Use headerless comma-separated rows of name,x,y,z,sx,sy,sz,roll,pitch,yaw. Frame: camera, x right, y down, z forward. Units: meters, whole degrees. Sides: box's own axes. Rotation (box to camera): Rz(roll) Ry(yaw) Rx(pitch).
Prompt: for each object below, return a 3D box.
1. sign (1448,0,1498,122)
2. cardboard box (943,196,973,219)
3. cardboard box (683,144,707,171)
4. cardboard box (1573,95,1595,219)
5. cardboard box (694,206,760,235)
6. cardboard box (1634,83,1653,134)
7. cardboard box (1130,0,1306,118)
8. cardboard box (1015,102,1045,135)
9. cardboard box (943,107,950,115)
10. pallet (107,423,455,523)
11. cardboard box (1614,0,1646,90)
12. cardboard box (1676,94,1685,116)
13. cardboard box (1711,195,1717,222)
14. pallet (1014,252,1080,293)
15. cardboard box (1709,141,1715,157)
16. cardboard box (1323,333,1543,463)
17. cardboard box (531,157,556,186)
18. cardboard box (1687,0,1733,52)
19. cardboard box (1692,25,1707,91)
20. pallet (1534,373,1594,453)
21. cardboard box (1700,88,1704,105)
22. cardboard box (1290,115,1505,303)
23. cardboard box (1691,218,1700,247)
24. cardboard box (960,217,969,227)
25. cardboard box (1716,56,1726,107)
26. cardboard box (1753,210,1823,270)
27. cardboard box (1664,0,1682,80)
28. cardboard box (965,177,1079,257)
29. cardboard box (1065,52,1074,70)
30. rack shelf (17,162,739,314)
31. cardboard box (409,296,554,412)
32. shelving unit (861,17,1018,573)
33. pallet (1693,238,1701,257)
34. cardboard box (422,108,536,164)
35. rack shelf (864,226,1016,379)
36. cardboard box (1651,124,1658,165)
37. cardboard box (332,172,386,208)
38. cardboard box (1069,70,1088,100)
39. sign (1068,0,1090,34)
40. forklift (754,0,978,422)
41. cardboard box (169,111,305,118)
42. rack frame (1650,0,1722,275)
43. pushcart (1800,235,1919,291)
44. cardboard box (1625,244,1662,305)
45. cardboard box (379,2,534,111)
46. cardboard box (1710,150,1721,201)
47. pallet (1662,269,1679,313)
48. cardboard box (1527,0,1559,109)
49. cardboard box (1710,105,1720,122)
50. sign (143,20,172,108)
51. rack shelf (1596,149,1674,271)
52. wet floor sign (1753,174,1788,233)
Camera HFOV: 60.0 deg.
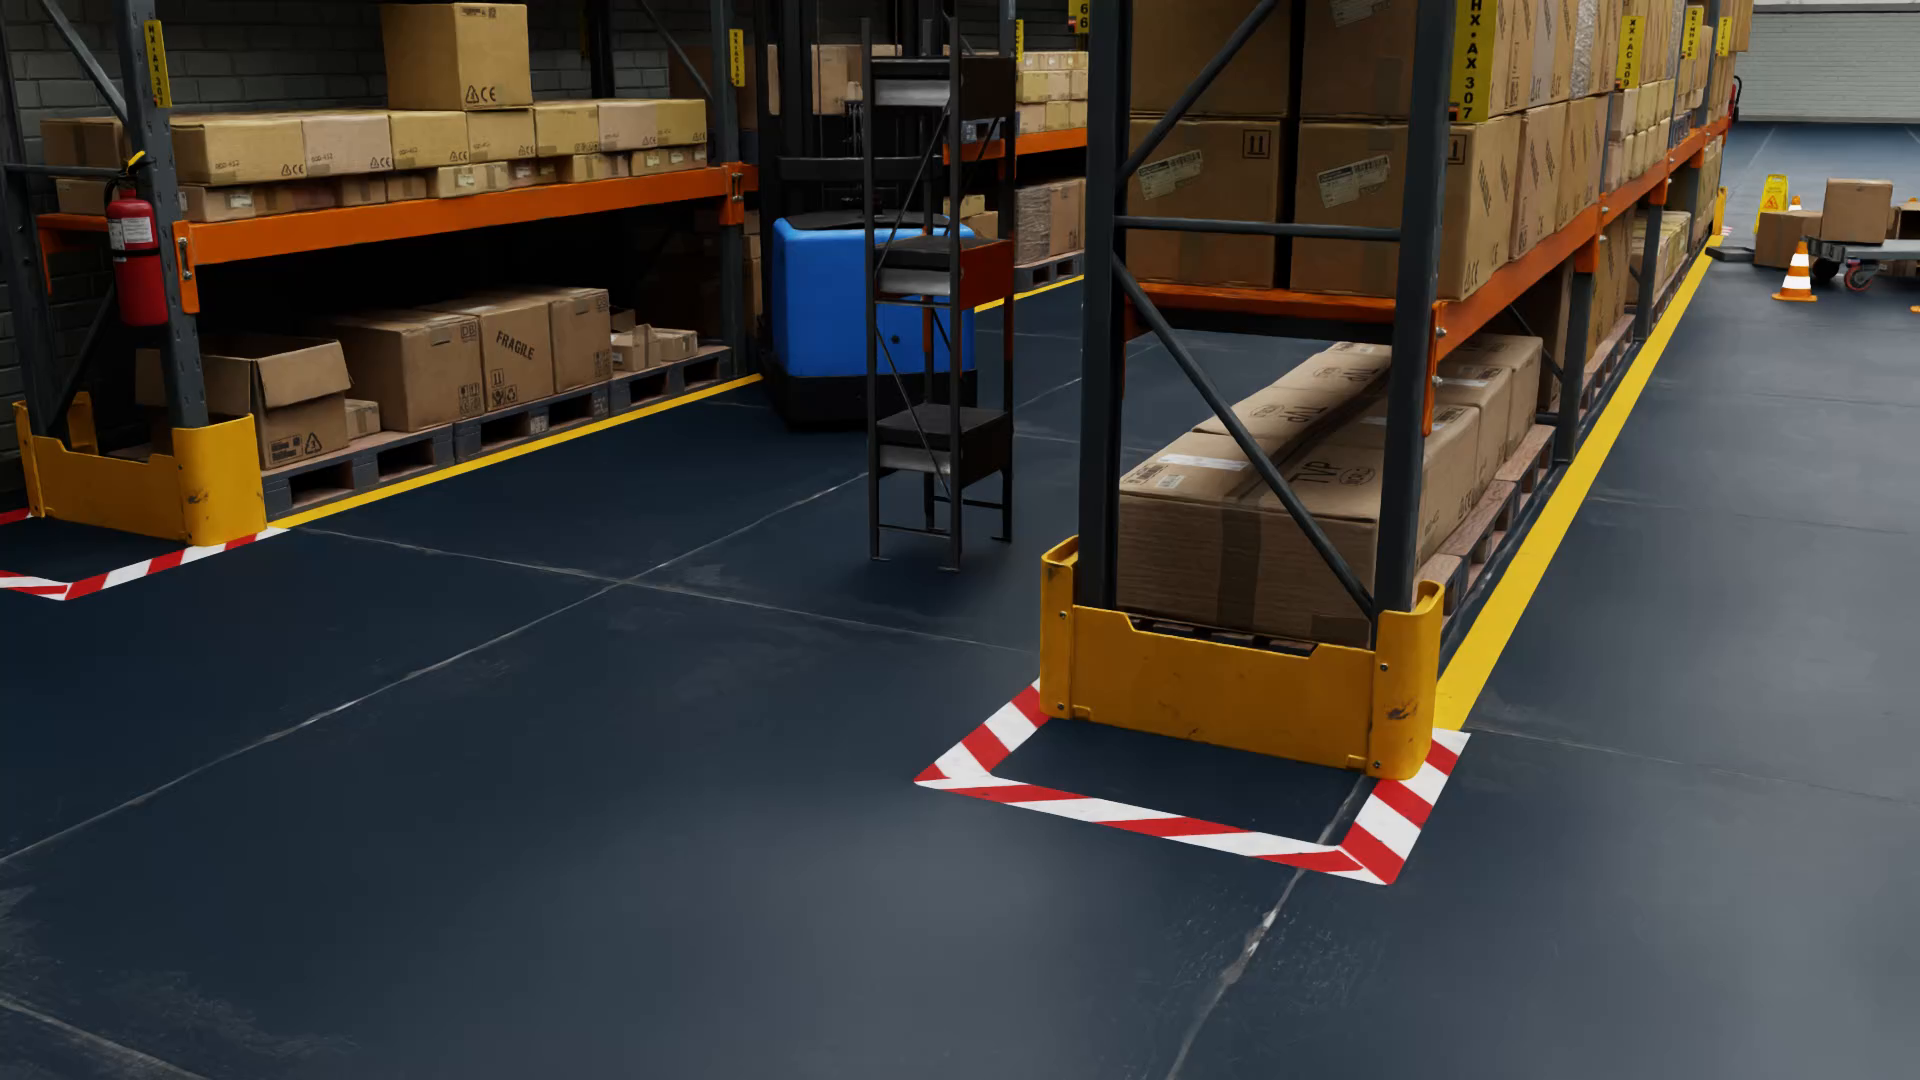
sign,1.331,-1.253,4.314,0.100,0.325,0.005,8,18,25
cardboard box,-0.119,-2.623,13.100,0.380,0.149,0.250,7,18,23
cardboard box,-1.734,-2.288,9.899,0.380,0.149,0.250,8,18,26
cardboard box,2.421,-1.656,7.157,0.500,0.500,0.500,8,18,24
cardboard box,-1.473,-2.043,10.626,0.380,0.149,0.250,8,18,24
cardboard box,3.531,-2.396,9.209,0.500,0.250,0.500,8,18,26
cardboard box,0.840,-1.552,5.050,0.500,0.500,0.500,9,19,27
cardboard box,0.387,-3.550,13.972,0.500,0.250,0.500,8,18,26
cardboard box,-0.212,-3.360,12.593,0.500,0.250,0.500,7,18,23
pallet,-3.216,-0.388,7.961,1.003,0.211,1.213,8,18,25
cardboard box,3.078,-2.493,8.219,0.500,0.500,0.500,8,18,26
cardboard box,5.185,-3.249,12.397,0.380,0.149,0.250,8,18,26
cardboard box,7.856,-3.584,17.916,0.500,0.250,0.500,8,18,25
pallet,0.373,-2.408,14.761,1.003,0.211,1.213,8,18,25
cardboard box,7.160,-3.822,16.261,0.380,0.149,0.250,9,19,29
cardboard box,2.248,-0.718,7.934,0.875,0.438,0.875,8,18,25
cardboard box,-2.371,-1.966,8.815,0.380,0.149,0.250,8,18,26
cardboard box,6.590,-4.683,15.068,0.700,0.500,0.500,8,18,25
cardboard box,5.742,-3.916,13.506,0.500,0.500,0.500,9,19,27
pallet,2.902,-0.760,9.213,1.003,0.211,1.213,8,18,25
cardboard box,6.216,-3.843,14.399,0.380,0.149,0.250,8,18,26
cardboard box,1.309,-1.006,4.966,0.500,0.500,0.500,8,18,25
cardboard box,6.705,-2.928,15.705,0.500,0.250,0.500,7,18,23
cardboard box,-0.260,-2.282,13.092,0.500,0.500,0.500,8,18,25
cardboard box,7.085,-4.453,16.049,0.500,0.500,0.500,8,18,25
cardboard box,7.895,-2.831,15.674,0.500,0.500,0.500,-7,18,-22
cardboard box,4.193,-3.140,10.397,0.500,0.500,0.500,8,19,26
cardboard box,0.546,-2.928,15.046,0.875,0.625,0.625,9,19,27
cardboard box,0.777,-4.216,14.634,0.380,0.149,0.250,8,18,26
rack shelf,-2.711,-1.667,8.632,1.077,0.370,4.000,8,18,25
cardboard box,-2.504,-0.984,8.721,0.500,0.500,0.500,8,19,26
shelving unit,-0.074,-0.964,6.583,0.431,2.100,0.503,8,18,25
pallet,7.012,-3.079,17.021,1.003,0.211,1.213,8,18,25
cardboard box,-2.503,-2.045,8.383,0.500,0.250,0.500,8,18,24
rack shelf,-0.074,-0.951,6.587,0.431,0.518,0.480,8,18,25
cardboard box,3.965,-2.418,10.159,0.500,0.250,0.500,8,18,25
cardboard box,-2.886,-1.629,7.683,0.380,0.149,0.250,9,19,27
cardboard box,0.861,-4.048,14.771,0.500,0.250,0.500,8,18,24
sign,0.358,-1.613,4.737,0.100,0.325,0.005,8,18,25
forklift,-0.689,-2.420,10.024,1.130,2.935,3.031,-3,17,-10
cardboard box,-3.405,-1.855,7.743,0.500,0.250,0.500,8,18,26
rack frame,6.199,-3.928,14.983,1.000,3.000,0.127,8,18,25
pushcart,8.261,-2.394,14.422,1.648,0.377,0.936,2,17,6
cardboard box,4.673,-1.994,12.347,0.950,0.372,0.625,7,18,22
cardboard box,-2.491,-2.396,8.247,0.500,0.500,0.500,9,19,27
cardboard box,7.632,-3.819,17.390,0.500,0.500,0.500,9,19,27
pallet,5.309,-2.081,13.661,1.003,0.211,1.213,8,18,25
cardboard box,1.754,-1.750,5.715,0.500,0.500,0.500,8,18,25
cardboard box,7.207,-4.172,16.244,0.380,0.149,0.250,8,18,26
sign,-3.119,-1.848,6.459,0.100,0.325,0.005,8,18,25
rack shelf,3.518,-2.055,9.939,1.077,0.370,4.000,8,18,25
wet floor sign,9.029,-3.731,18.453,0.232,0.644,0.267,-15,22,-41
